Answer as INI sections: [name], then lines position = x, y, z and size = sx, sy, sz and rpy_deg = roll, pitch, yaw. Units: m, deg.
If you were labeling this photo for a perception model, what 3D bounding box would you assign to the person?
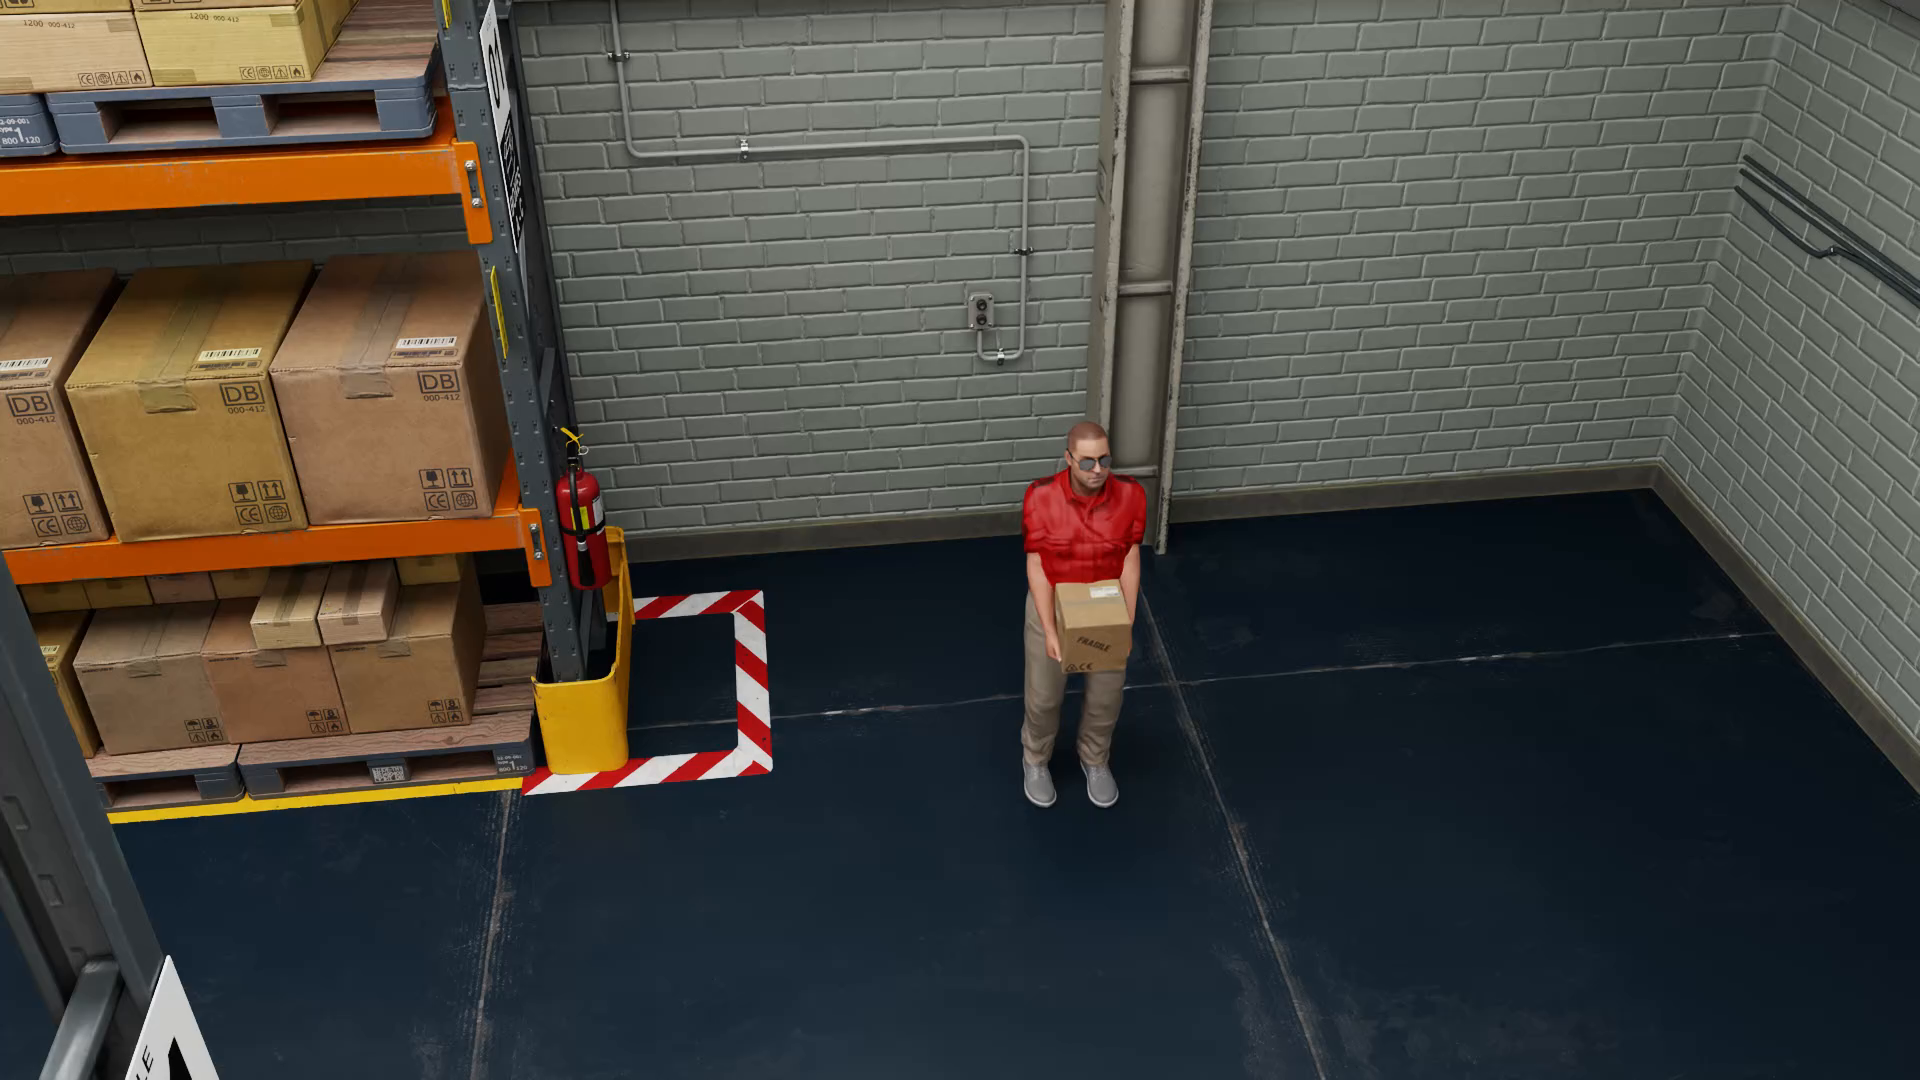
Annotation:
[person]
position = 0.498, 0.361, 6.645
size = 0.493, 1.719, 0.530
rpy_deg = -4, 35, -6
